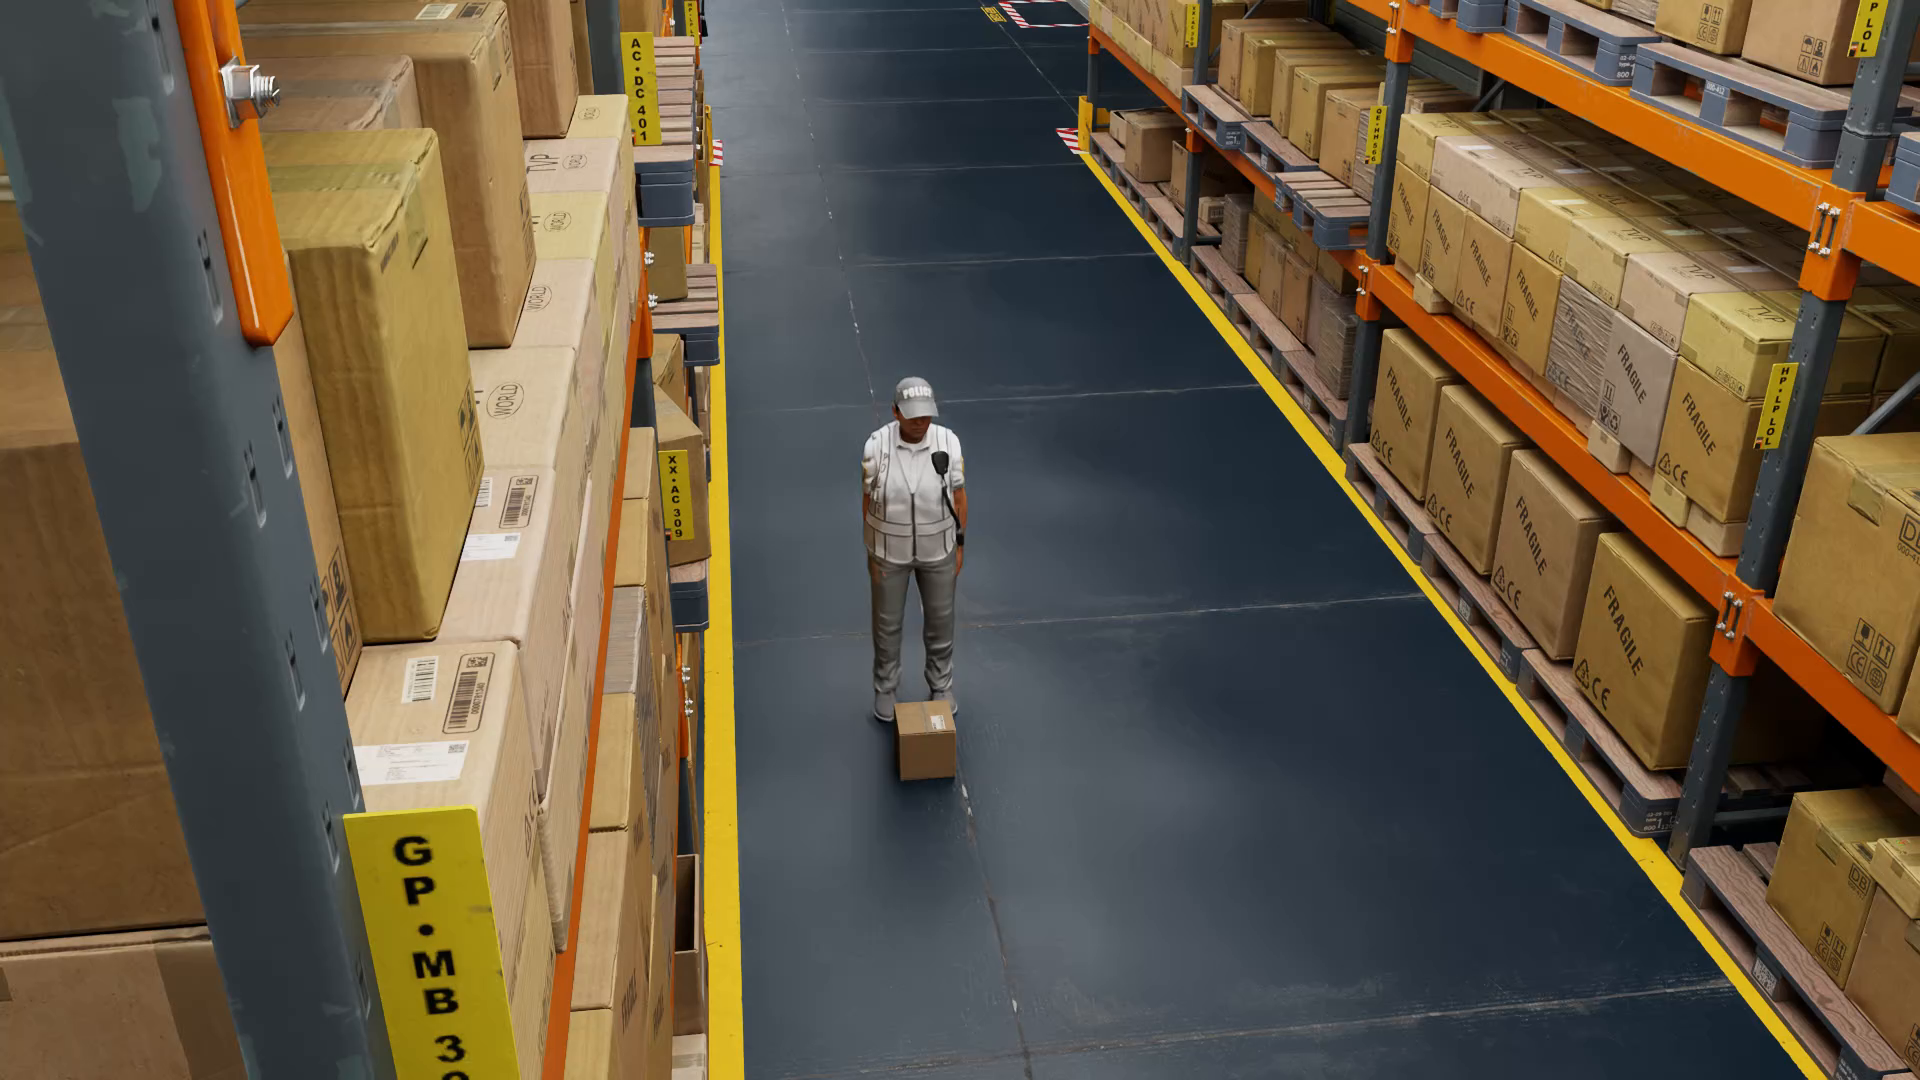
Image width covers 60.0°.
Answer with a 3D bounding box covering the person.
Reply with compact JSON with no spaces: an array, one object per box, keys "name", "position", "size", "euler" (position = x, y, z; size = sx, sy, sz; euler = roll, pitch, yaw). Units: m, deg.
[{"name":"person","position":[-0.200,0.052,7.519],"size":[0.468,1.663,0.394],"euler":[-3,27,-5]}]
